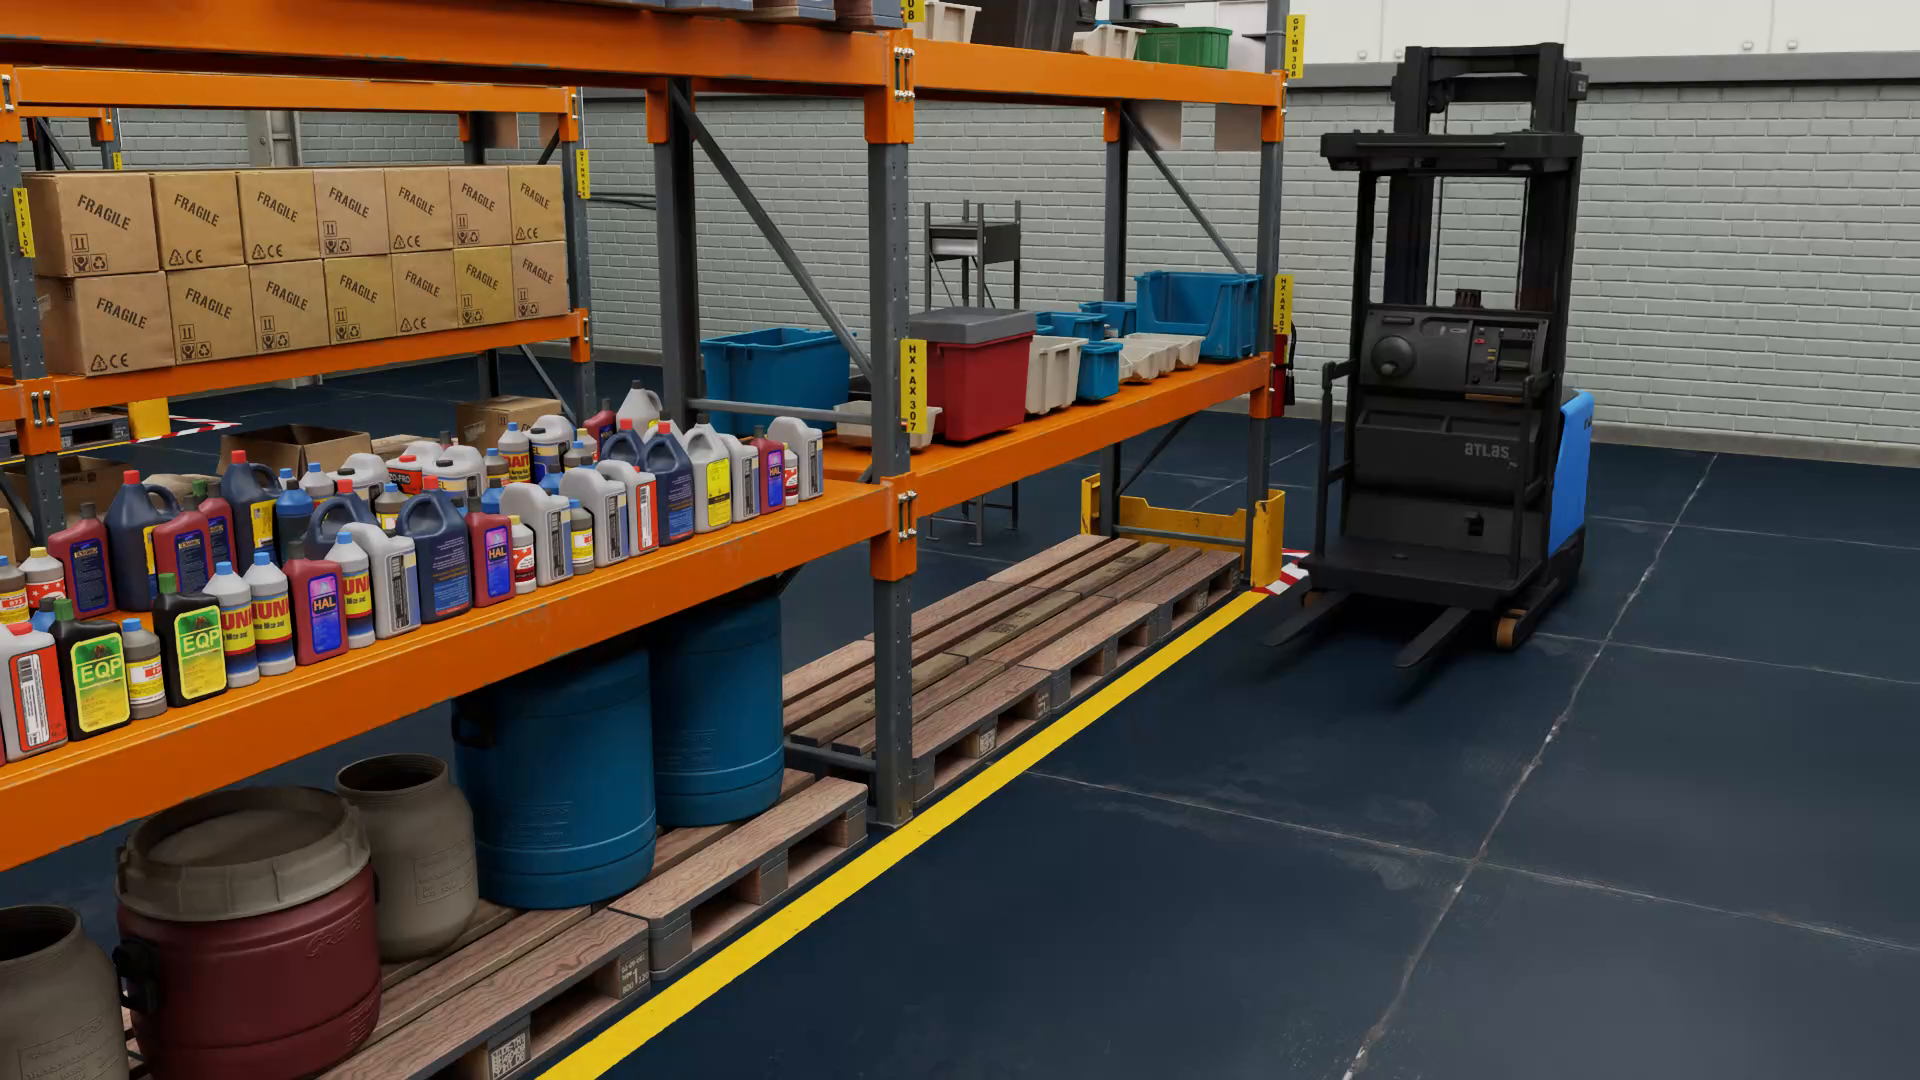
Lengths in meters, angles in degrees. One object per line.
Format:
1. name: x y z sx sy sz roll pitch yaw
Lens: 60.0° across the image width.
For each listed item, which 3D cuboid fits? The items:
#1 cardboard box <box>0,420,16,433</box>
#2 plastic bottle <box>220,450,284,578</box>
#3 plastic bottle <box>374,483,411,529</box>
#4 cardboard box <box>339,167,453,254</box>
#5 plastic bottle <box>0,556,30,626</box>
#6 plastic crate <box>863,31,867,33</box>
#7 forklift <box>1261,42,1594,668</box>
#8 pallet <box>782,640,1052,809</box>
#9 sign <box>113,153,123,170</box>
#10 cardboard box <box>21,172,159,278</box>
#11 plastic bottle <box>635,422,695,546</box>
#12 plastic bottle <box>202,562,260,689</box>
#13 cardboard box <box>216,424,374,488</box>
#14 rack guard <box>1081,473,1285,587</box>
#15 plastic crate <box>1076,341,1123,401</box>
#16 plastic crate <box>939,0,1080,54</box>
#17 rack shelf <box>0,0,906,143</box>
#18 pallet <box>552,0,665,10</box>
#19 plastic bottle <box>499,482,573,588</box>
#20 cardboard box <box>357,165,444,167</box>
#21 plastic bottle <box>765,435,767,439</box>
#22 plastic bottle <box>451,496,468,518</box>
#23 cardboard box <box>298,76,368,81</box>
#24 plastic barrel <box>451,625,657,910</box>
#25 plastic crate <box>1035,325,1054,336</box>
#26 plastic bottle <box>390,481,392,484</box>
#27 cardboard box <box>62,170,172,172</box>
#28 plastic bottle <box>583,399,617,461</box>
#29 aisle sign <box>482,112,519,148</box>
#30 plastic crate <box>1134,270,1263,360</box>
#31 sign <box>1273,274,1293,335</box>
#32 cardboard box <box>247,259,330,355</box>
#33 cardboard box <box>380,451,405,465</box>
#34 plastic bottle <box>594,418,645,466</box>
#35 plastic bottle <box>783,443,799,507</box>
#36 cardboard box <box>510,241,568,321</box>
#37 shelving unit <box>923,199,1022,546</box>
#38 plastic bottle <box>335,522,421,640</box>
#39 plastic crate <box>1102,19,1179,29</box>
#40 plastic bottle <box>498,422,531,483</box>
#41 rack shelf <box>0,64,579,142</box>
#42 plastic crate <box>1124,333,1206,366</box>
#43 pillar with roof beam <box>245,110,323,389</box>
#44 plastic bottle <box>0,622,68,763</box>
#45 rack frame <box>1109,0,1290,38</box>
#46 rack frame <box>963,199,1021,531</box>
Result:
1. cardboard box: -7.872 -1.132 13.268 0.700 0.500 0.500 7 15 28
2. plastic bottle: -1.932 -0.072 4.539 0.144 0.351 0.185 7 15 28
3. plastic bottle: -1.639 -0.062 4.814 0.097 0.201 0.097 0 14 0
4. cardboard box: -3.506 -2.042 10.258 0.500 0.500 0.500 8 16 30
5. plastic bottle: -2.287 0.139 3.980 0.097 0.201 0.097 0 14 0
6. plastic crate: -0.480 -2.058 6.626 0.416 0.233 0.300 7 15 28
7. forklift: 2.440 -0.997 8.416 1.130 2.935 3.031 8 16 30
8. pallet: -0.319 0.742 7.004 1.003 0.211 1.213 7 15 28
9. sign: -6.911 -3.015 13.663 0.100 0.325 0.005 7 15 28
10. cardboard box: -4.501 -1.619 8.504 0.500 0.500 0.500 8 16 29
11. plastic bottle: -0.888 -0.170 4.946 0.144 0.351 0.185 7 15 28
12. plastic bottle: -1.602 0.183 3.650 0.097 0.271 0.097 0 14 0
13. cardboard box: -4.071 -0.406 10.207 0.797 0.503 0.637 7 15 28
14. rack guard: 1.293 -0.070 9.757 1.175 0.500 0.348 7 15 28
15. plastic crate: 0.525 -0.776 7.582 0.416 0.233 0.300 7 15 28
16. plastic crate: 0.200 -2.076 6.625 0.497 0.269 0.590 7 15 28
17. rack shelf: -1.607 -1.156 4.064 1.077 0.370 4.000 7 15 28
18. pallet: -1.480 -1.420 4.024 1.003 0.211 1.213 7 15 28
19. plastic bottle: -1.146 -0.027 4.509 0.152 0.276 0.135 7 15 28
20. cardboard box: -3.733 -2.206 10.937 0.500 0.500 0.500 8 15 29
21. plastic bottle: -0.666 -0.254 5.612 0.097 0.201 0.097 0 14 0
22. plastic bottle: -1.296 0.023 4.313 0.097 0.271 0.097 0 14 0
23. cardboard box: -3.796 -2.785 9.603 0.500 0.250 0.500 7 15 28
24. plastic barrel: -1.261 0.613 5.172 0.600 0.901 0.708 7 15 28
25. plastic crate: 0.249 -0.943 8.274 0.416 0.233 0.300 7 15 28
26. plastic bottle: -1.726 -0.099 4.968 0.097 0.201 0.097 0 14 0
27. cardboard box: -4.712 -1.793 9.225 0.500 0.500 0.500 7 15 27
28. plastic bottle: -1.256 -0.347 5.822 0.061 0.283 0.133 7 15 28
29. aisle sign: -3.265 -3.152 11.660 0.394 0.787 0.004 7 15 28
30. plastic crate: 1.295 -1.235 9.053 0.616 0.435 0.499 7 15 28
31. sign: 1.782 -1.299 9.173 0.100 0.325 0.005 7 15 28
32. cardboard box: -4.001 -1.350 9.520 0.500 0.500 0.500 7 15 28
33. cardboard box: -3.574 -0.387 10.666 0.500 0.250 0.500 7 15 28
34. plastic bottle: -1.014 -0.187 5.013 0.144 0.351 0.185 7 15 28
35. plastic bottle: -0.580 -0.217 5.458 0.097 0.201 0.097 0 14 0
36. cardboard box: -3.020 -1.767 11.248 0.500 0.500 0.500 8 16 30
37. shelving unit: 0.080 -1.055 10.428 0.431 2.100 0.503 7 15 28
38. plastic bottle: -1.412 0.086 4.040 0.152 0.276 0.135 7 15 28
39. plastic crate: 0.863 -2.626 8.904 0.497 0.269 0.590 7 15 28
40. plastic bottle: -1.455 -0.248 5.436 0.097 0.271 0.097 0 14 0
41. rack shelf: -4.008 -2.539 9.799 1.077 0.370 4.000 7 15 28
42. plastic crate: 1.057 -0.992 8.682 0.396 0.136 0.243 7 15 28
43. pillar with roof beam: -3.063 -5.482 14.071 9.100 9.000 0.400 7 15 28
44. plastic bottle: -1.859 0.276 3.254 0.152 0.276 0.135 7 15 28
45. rack frame: 1.293 -4.195 8.734 1.000 3.000 0.127 7 15 28
46. rack frame: 0.198 -1.105 10.636 0.400 2.100 0.015 7 15 28
